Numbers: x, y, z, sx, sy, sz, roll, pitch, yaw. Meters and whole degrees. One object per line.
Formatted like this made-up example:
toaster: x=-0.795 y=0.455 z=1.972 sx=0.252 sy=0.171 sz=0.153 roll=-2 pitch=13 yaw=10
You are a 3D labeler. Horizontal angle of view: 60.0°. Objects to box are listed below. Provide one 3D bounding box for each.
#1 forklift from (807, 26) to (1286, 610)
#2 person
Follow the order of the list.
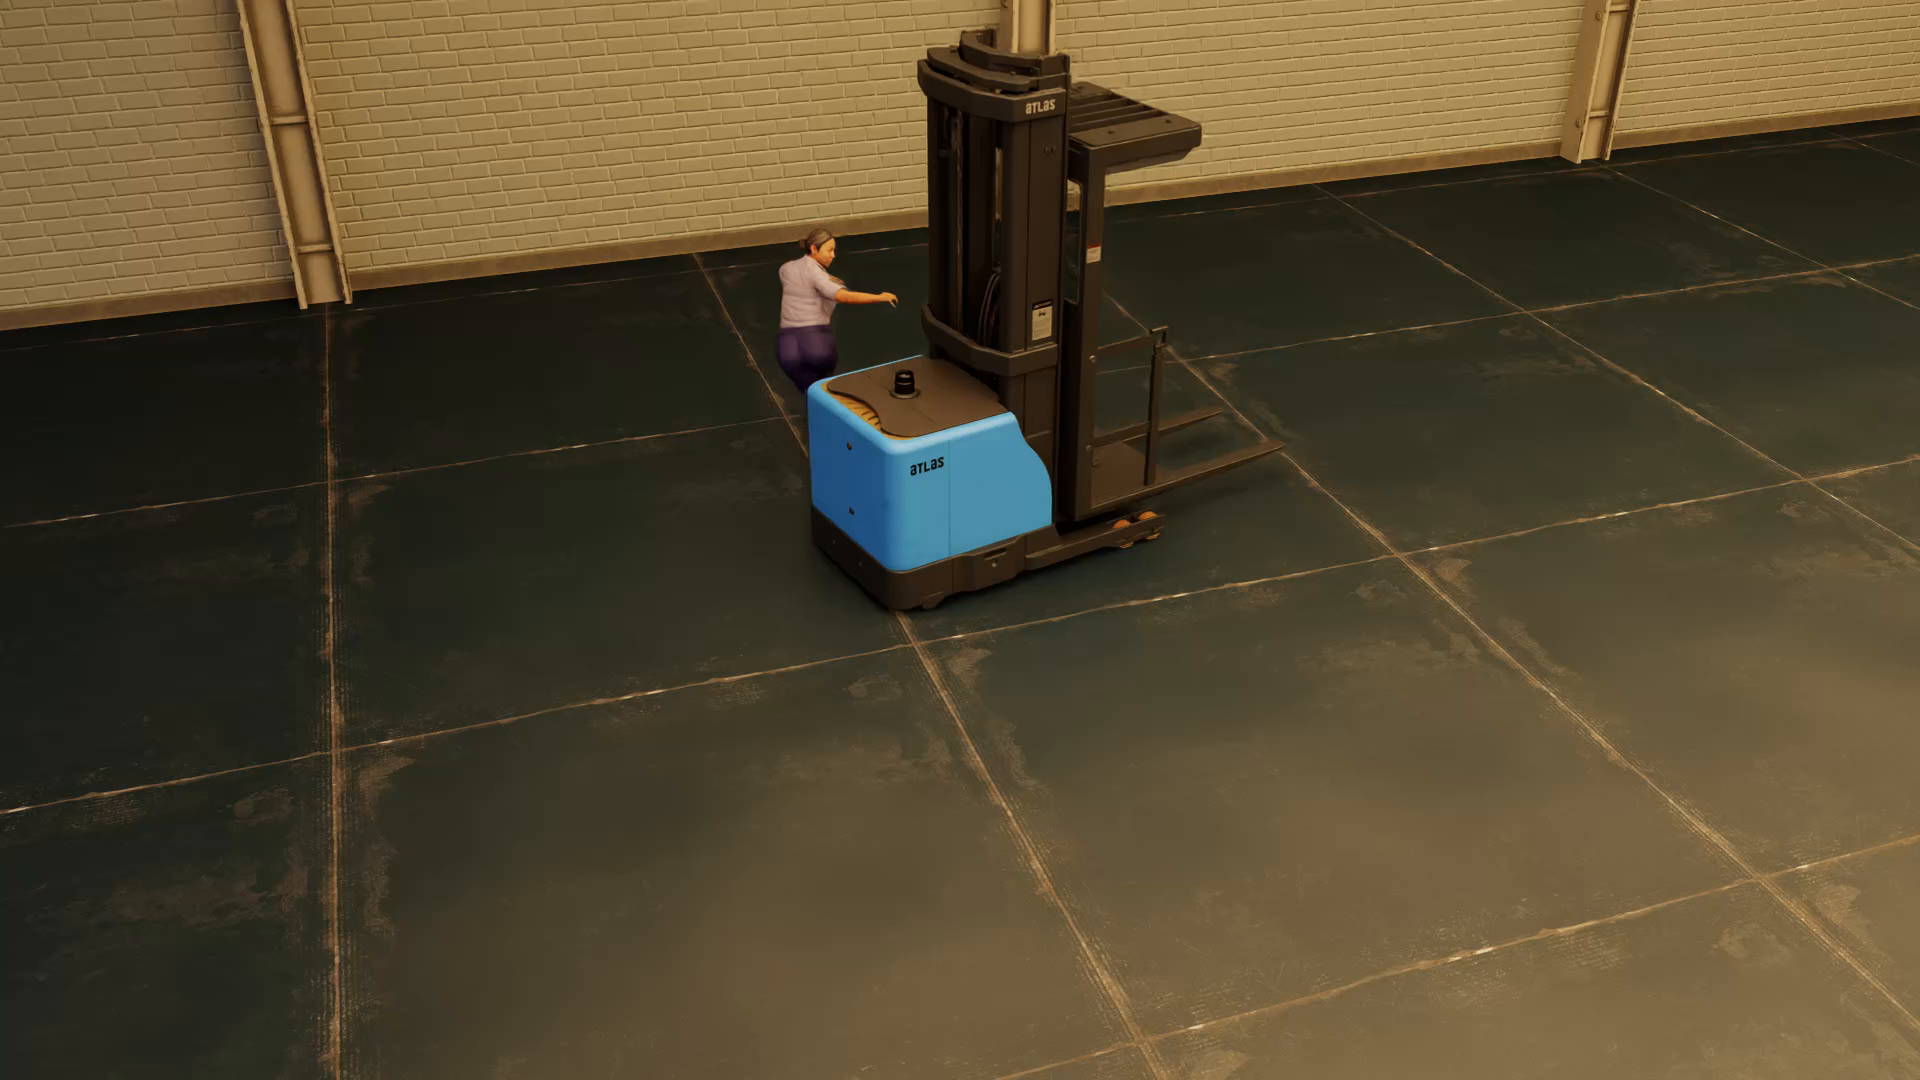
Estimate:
forklift: x=0.636 y=-1.426 z=9.565 sx=3.031 sy=2.935 sz=1.130 roll=-18 pitch=34 yaw=-28
person: x=-0.790 y=-1.351 z=11.007 sx=0.836 sy=1.433 sz=1.081 roll=6 pitch=31 yaw=11
